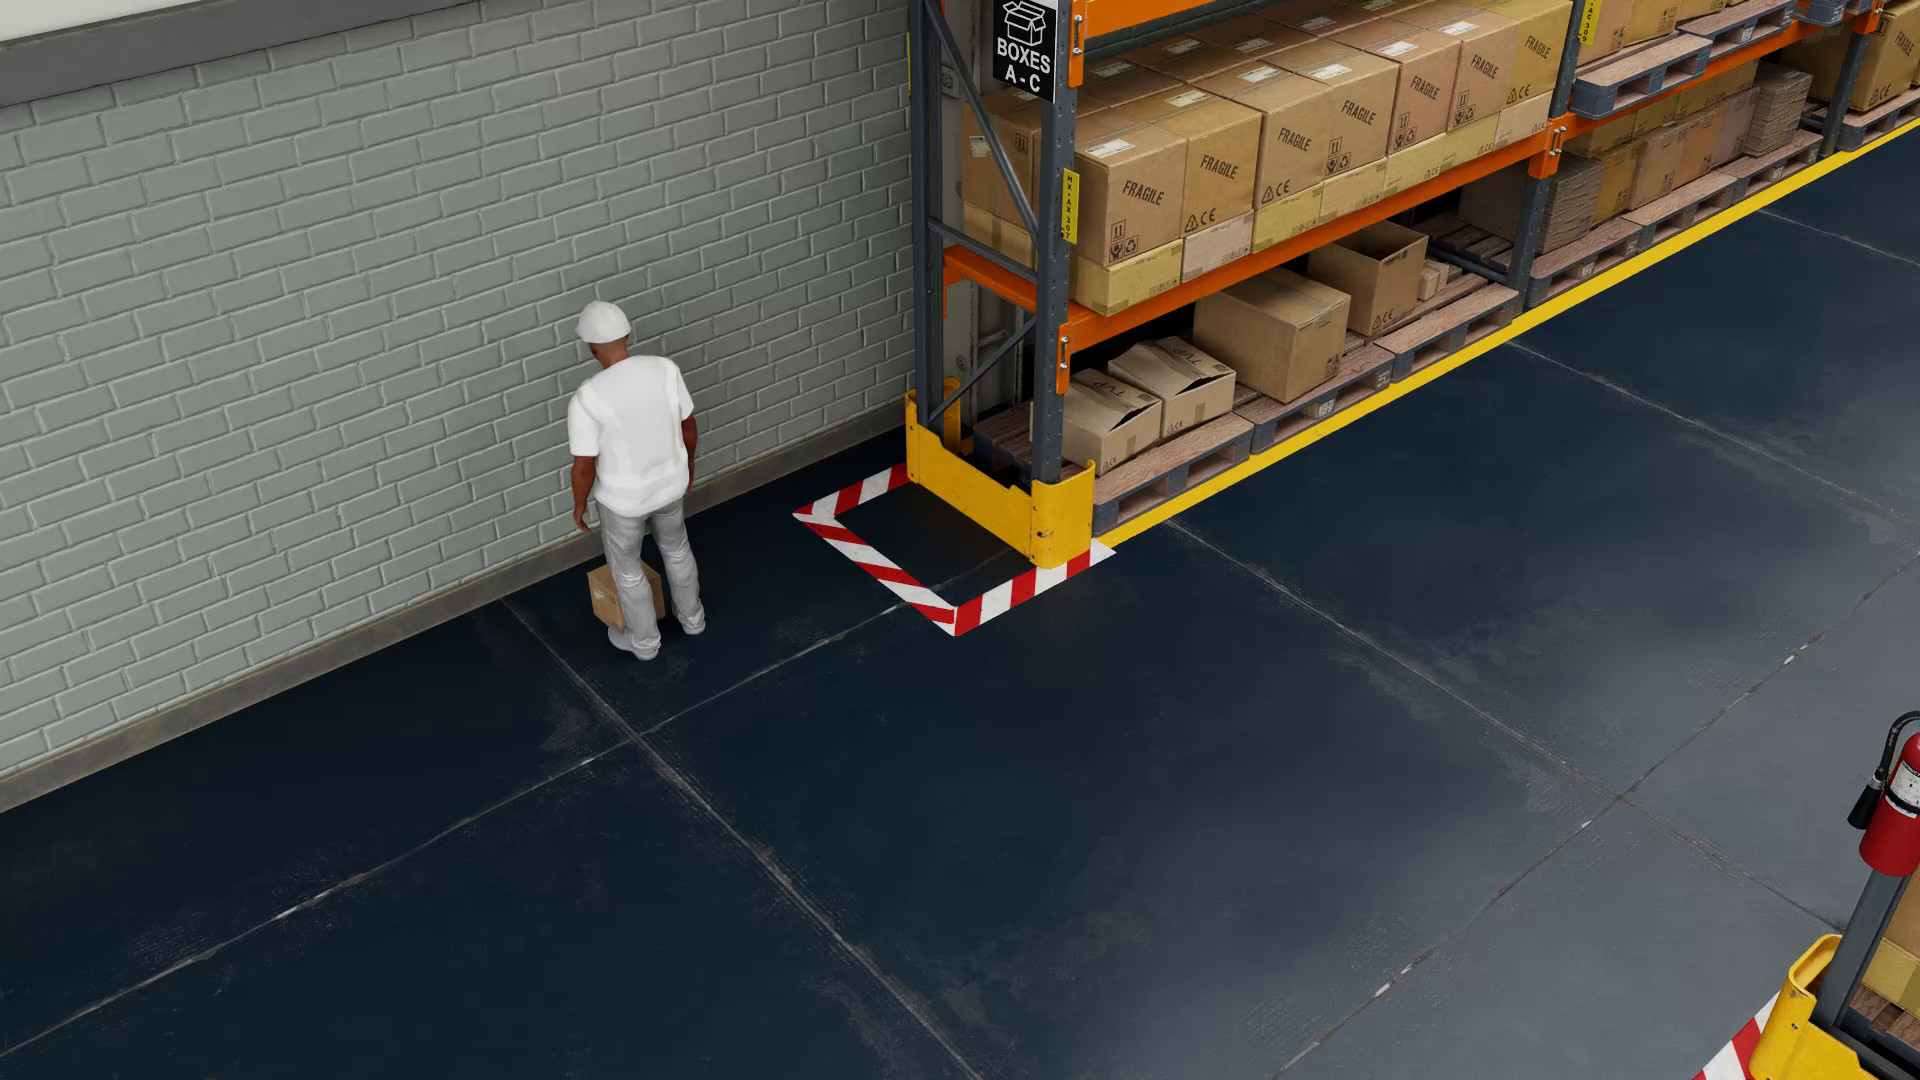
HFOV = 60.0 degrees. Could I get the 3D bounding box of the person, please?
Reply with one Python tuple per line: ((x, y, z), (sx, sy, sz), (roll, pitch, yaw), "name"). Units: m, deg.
((-1.443, -0.255, 7.417), (0.627, 1.761, 0.456), (-26, 43, -31), "person")
